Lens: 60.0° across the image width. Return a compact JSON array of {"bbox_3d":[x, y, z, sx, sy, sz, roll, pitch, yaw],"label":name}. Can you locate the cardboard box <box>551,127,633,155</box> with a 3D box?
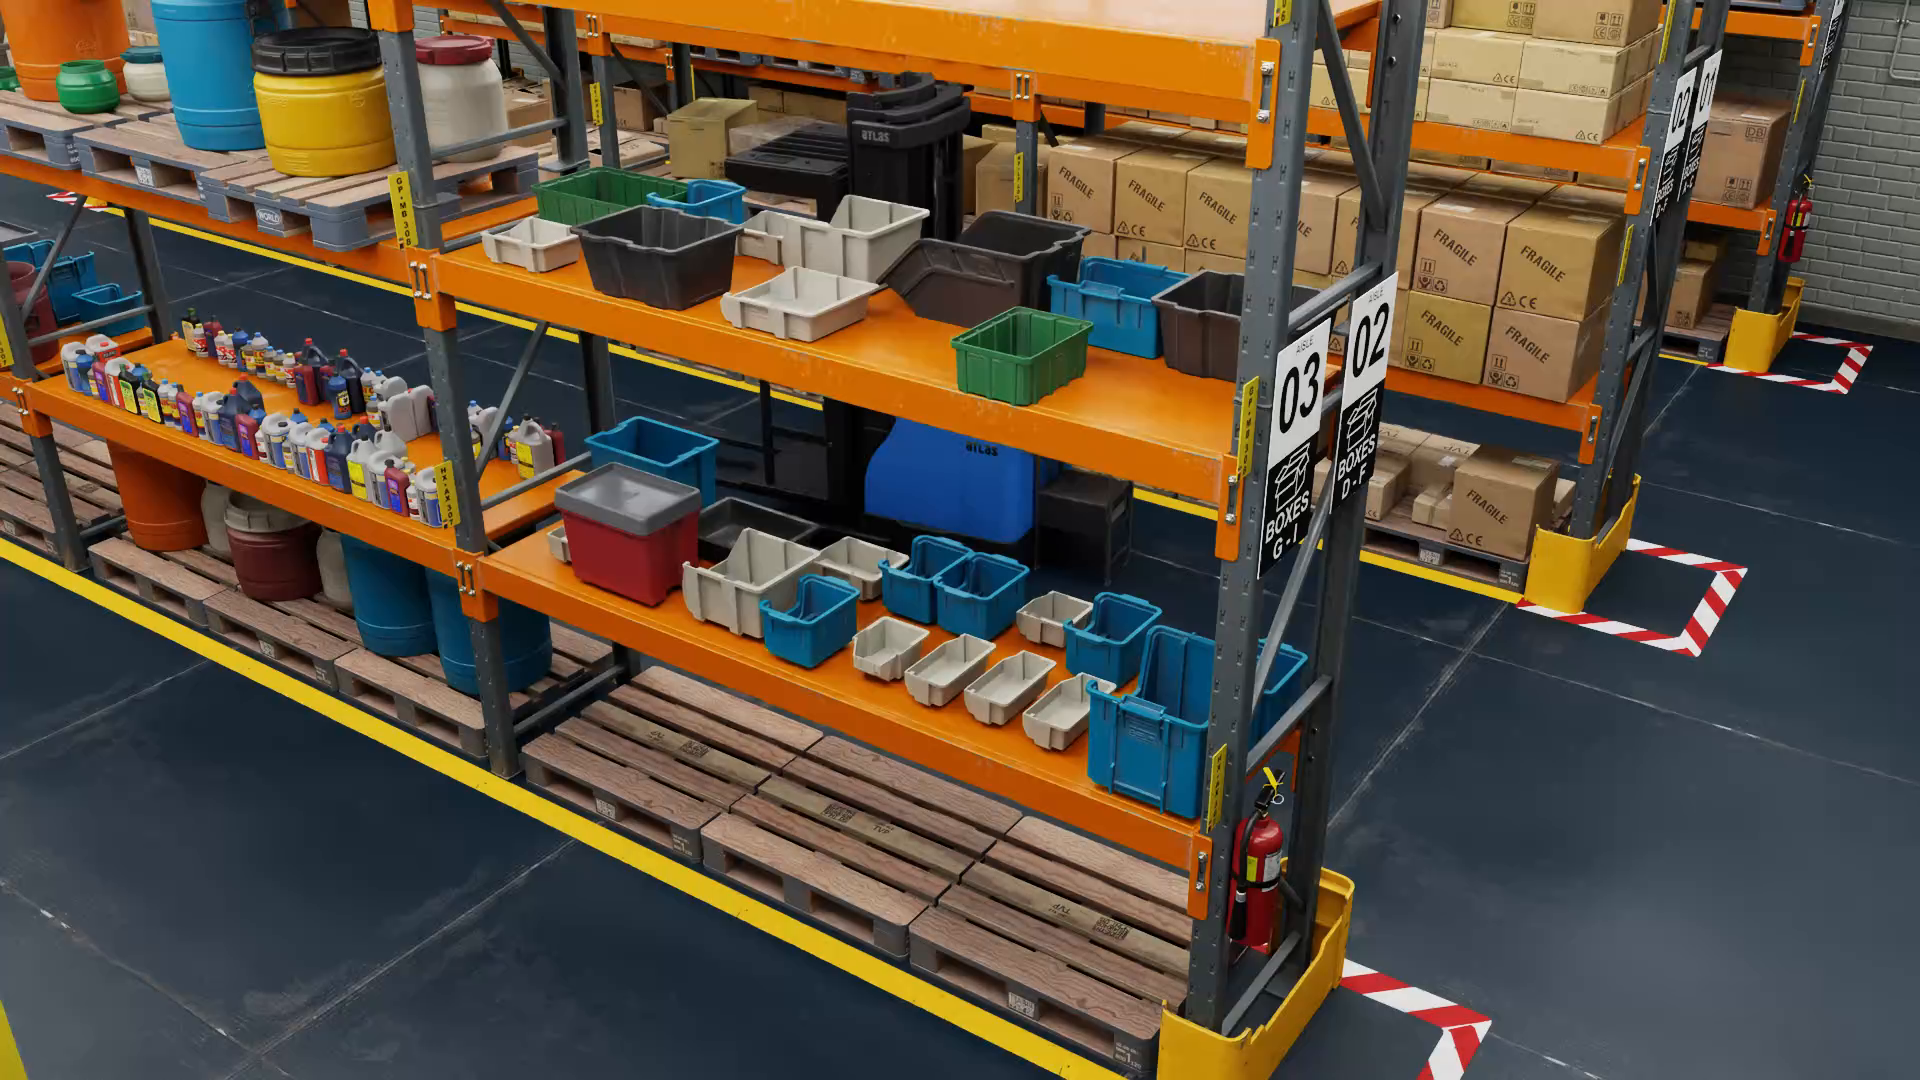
[{"bbox_3d":[-3.217,-3.433,14.561,0.500,0.311,0.500,17,31,30],"label":"cardboard box"}]

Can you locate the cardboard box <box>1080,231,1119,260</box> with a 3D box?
[{"bbox_3d":[0.973,-1.955,11.449,0.500,0.500,0.500,18,32,32],"label":"cardboard box"}]

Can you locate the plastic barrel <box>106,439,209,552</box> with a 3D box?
[{"bbox_3d":[-4.984,-0.420,10.473,0.708,0.830,0.600,17,32,30],"label":"plastic barrel"}]

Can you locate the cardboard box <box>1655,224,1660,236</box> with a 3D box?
[{"bbox_3d":[5.971,-2.646,14.495,0.250,0.149,0.380,17,32,30],"label":"cardboard box"}]

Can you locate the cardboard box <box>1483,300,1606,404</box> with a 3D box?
[{"bbox_3d":[3.481,-1.174,9.914,0.500,0.500,0.500,18,32,32],"label":"cardboard box"}]

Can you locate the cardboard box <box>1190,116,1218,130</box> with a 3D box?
[{"bbox_3d":[2.410,-4.060,15.949,0.250,0.149,0.380,17,32,30],"label":"cardboard box"}]

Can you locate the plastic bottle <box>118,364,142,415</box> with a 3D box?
[{"bbox_3d":[-4.757,-0.866,9.546,0.133,0.283,0.061,17,32,30],"label":"plastic bottle"}]

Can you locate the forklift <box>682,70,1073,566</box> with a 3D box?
[{"bbox_3d":[-0.793,-1.505,10.750,3.031,2.935,1.130,13,30,23],"label":"forklift"}]

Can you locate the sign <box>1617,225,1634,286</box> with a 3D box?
[{"bbox_3d":[3.674,-1.571,9.179,0.005,0.325,0.100,17,32,30],"label":"sign"}]

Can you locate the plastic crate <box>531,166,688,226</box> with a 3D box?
[{"bbox_3d":[-1.580,-1.539,7.668,0.662,0.188,0.450,17,32,30],"label":"plastic crate"}]

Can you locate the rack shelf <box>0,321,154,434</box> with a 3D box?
[{"bbox_3d":[-7.046,-1.513,11.482,4.000,0.370,1.077,17,32,30],"label":"rack shelf"}]

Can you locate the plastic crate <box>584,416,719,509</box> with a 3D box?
[{"bbox_3d":[-1.522,-0.320,8.297,0.575,0.384,0.392,17,32,30],"label":"plastic crate"}]

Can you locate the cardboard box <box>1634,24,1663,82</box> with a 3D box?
[{"bbox_3d":[3.729,-2.838,9.601,0.500,0.250,0.500,17,32,30],"label":"cardboard box"}]

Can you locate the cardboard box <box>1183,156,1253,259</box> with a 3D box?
[{"bbox_3d":[1.786,-2.143,10.715,0.500,0.500,0.500,16,31,29],"label":"cardboard box"}]

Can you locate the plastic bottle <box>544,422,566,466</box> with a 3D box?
[{"bbox_3d":[-2.161,-0.494,8.817,0.133,0.283,0.061,17,32,30],"label":"plastic bottle"}]

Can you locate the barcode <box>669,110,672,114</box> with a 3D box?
[{"bbox_3d":[-3.616,-5.338,20.786,0.075,0.075,0.001,17,32,30],"label":"barcode"}]

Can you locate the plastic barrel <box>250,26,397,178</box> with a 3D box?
[{"bbox_3d":[-2.967,-2.059,7.785,0.600,0.588,0.600,0,27,0],"label":"plastic barrel"}]

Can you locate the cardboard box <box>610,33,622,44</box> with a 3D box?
[{"bbox_3d":[-4.053,-6.132,19.910,0.500,0.250,0.500,17,32,31],"label":"cardboard box"}]

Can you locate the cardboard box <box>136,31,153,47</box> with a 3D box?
[{"bbox_3d":[-8.130,-5.113,16.938,0.250,0.149,0.380,16,31,29],"label":"cardboard box"}]

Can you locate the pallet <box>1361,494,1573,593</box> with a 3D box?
[{"bbox_3d":[3.284,-0.097,10.983,1.213,0.211,1.003,17,32,30],"label":"pallet"}]

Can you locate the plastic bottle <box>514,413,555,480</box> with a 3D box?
[{"bbox_3d":[-2.240,-0.493,8.739,0.185,0.351,0.144,17,32,30],"label":"plastic bottle"}]

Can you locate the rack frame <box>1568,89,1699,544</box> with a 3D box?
[{"bbox_3d":[4.005,-1.116,9.910,0.127,3.000,1.000,17,32,30],"label":"rack frame"}]

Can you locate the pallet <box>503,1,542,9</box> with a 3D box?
[{"bbox_3d":[-3.200,-4.564,13.586,1.003,0.211,1.213,19,33,33],"label":"pallet"}]

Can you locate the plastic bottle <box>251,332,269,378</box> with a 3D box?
[{"bbox_3d":[-4.226,-1.122,10.064,0.097,0.271,0.097,0,27,0],"label":"plastic bottle"}]

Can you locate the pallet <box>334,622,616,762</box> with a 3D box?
[{"bbox_3d":[-2.712,0.736,9.344,1.213,0.211,1.003,17,32,30],"label":"pallet"}]

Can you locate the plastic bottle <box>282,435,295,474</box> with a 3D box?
[{"bbox_3d":[-3.547,-0.462,8.843,0.097,0.201,0.097,0,27,0],"label":"plastic bottle"}]

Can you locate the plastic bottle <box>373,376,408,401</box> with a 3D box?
[{"bbox_3d":[-3.220,-0.796,9.418,0.135,0.276,0.152,17,32,30],"label":"plastic bottle"}]

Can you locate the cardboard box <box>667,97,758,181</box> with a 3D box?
[{"bbox_3d":[-2.007,-3.283,13.594,0.500,0.500,0.700,7,28,13],"label":"cardboard box"}]

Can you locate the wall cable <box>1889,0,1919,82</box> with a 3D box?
[{"bbox_3d":[8.397,-3.447,13.370,1.851,1.984,0.084,17,32,30],"label":"wall cable"}]

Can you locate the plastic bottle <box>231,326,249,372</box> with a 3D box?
[{"bbox_3d":[-4.387,-1.172,10.162,0.097,0.271,0.097,0,27,0],"label":"plastic bottle"}]

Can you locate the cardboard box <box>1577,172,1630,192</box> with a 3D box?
[{"bbox_3d":[5.774,-3.413,14.092,0.700,0.700,0.980,17,32,30],"label":"cardboard box"}]

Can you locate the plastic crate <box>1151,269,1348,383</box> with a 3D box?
[{"bbox_3d":[1.038,-0.747,6.022,0.590,0.269,0.497,17,32,30],"label":"plastic crate"}]

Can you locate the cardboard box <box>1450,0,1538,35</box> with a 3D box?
[{"bbox_3d":[3.208,-3.229,9.542,0.500,0.500,0.700,17,32,30],"label":"cardboard box"}]

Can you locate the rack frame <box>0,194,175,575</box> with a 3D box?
[{"bbox_3d":[-5.397,-1.320,10.310,0.127,3.000,1.000,17,32,30],"label":"rack frame"}]

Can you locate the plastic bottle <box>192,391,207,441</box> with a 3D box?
[{"bbox_3d":[-4.191,-0.694,9.222,0.097,0.271,0.097,0,27,0],"label":"plastic bottle"}]

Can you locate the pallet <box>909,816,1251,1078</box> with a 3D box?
[{"bbox_3d":[0.539,1.751,7.351,1.213,0.211,1.003,17,32,30],"label":"pallet"}]

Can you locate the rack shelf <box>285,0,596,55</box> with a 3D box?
[{"bbox_3d":[-4.238,-4.700,14.439,4.000,0.370,1.077,17,32,30],"label":"rack shelf"}]

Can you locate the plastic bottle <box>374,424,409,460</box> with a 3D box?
[{"bbox_3d":[-2.961,-0.438,8.632,0.185,0.351,0.144,17,32,30],"label":"plastic bottle"}]

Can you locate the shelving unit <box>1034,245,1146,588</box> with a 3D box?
[{"bbox_3d":[0.786,-0.768,10.218,0.503,2.100,0.431,13,30,23],"label":"shelving unit"}]

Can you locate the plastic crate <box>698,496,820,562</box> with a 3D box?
[{"bbox_3d":[-1.025,-0.010,7.973,0.590,0.125,0.437,17,32,30],"label":"plastic crate"}]

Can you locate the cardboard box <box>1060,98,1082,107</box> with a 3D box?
[{"bbox_3d":[1.222,-4.500,16.814,0.250,0.149,0.380,18,32,31],"label":"cardboard box"}]

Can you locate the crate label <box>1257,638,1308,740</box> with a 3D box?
[{"bbox_3d":[1.180,0.596,6.664,0.303,0.233,0.416,17,32,30],"label":"crate label"}]

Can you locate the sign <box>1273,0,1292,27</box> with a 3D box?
[{"bbox_3d":[0.899,-1.586,4.574,0.005,0.325,0.100,17,32,30],"label":"sign"}]

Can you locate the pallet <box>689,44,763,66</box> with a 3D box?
[{"bbox_3d":[-2.538,-5.715,19.157,1.213,0.211,1.003,17,32,30],"label":"pallet"}]

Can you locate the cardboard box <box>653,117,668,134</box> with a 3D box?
[{"bbox_3d":[-3.543,-5.110,20.397,0.250,0.166,0.380,13,30,24],"label":"cardboard box"}]

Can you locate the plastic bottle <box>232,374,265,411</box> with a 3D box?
[{"bbox_3d":[-3.976,-0.759,9.262,0.185,0.351,0.144,17,32,30],"label":"plastic bottle"}]

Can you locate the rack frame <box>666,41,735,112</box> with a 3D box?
[{"bbox_3d":[-3.085,-6.051,19.606,0.127,3.000,1.000,17,32,30],"label":"rack frame"}]

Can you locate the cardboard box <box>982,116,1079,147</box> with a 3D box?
[{"bbox_3d":[0.744,-4.015,17.513,0.750,0.750,0.750,17,31,30],"label":"cardboard box"}]

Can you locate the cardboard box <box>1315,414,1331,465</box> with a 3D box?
[{"bbox_3d":[2.259,-0.746,11.451,0.637,0.503,0.797,17,32,30],"label":"cardboard box"}]

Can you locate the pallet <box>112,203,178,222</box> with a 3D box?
[{"bbox_3d":[-8.530,-3.802,18.261,1.213,0.211,1.003,17,32,30],"label":"pallet"}]

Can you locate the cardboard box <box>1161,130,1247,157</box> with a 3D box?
[{"bbox_3d":[1.695,-2.470,11.358,0.500,0.500,0.500,17,31,29],"label":"cardboard box"}]

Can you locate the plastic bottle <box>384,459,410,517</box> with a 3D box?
[{"bbox_3d":[-2.824,-0.263,8.363,0.133,0.283,0.061,17,32,30],"label":"plastic bottle"}]

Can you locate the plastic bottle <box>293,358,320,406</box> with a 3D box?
[{"bbox_3d":[-3.809,-0.929,9.670,0.133,0.283,0.061,17,32,30],"label":"plastic bottle"}]

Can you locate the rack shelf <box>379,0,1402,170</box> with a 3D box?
[{"bbox_3d":[-0.451,-1.954,6.176,4.000,0.370,1.077,17,32,30],"label":"rack shelf"}]
